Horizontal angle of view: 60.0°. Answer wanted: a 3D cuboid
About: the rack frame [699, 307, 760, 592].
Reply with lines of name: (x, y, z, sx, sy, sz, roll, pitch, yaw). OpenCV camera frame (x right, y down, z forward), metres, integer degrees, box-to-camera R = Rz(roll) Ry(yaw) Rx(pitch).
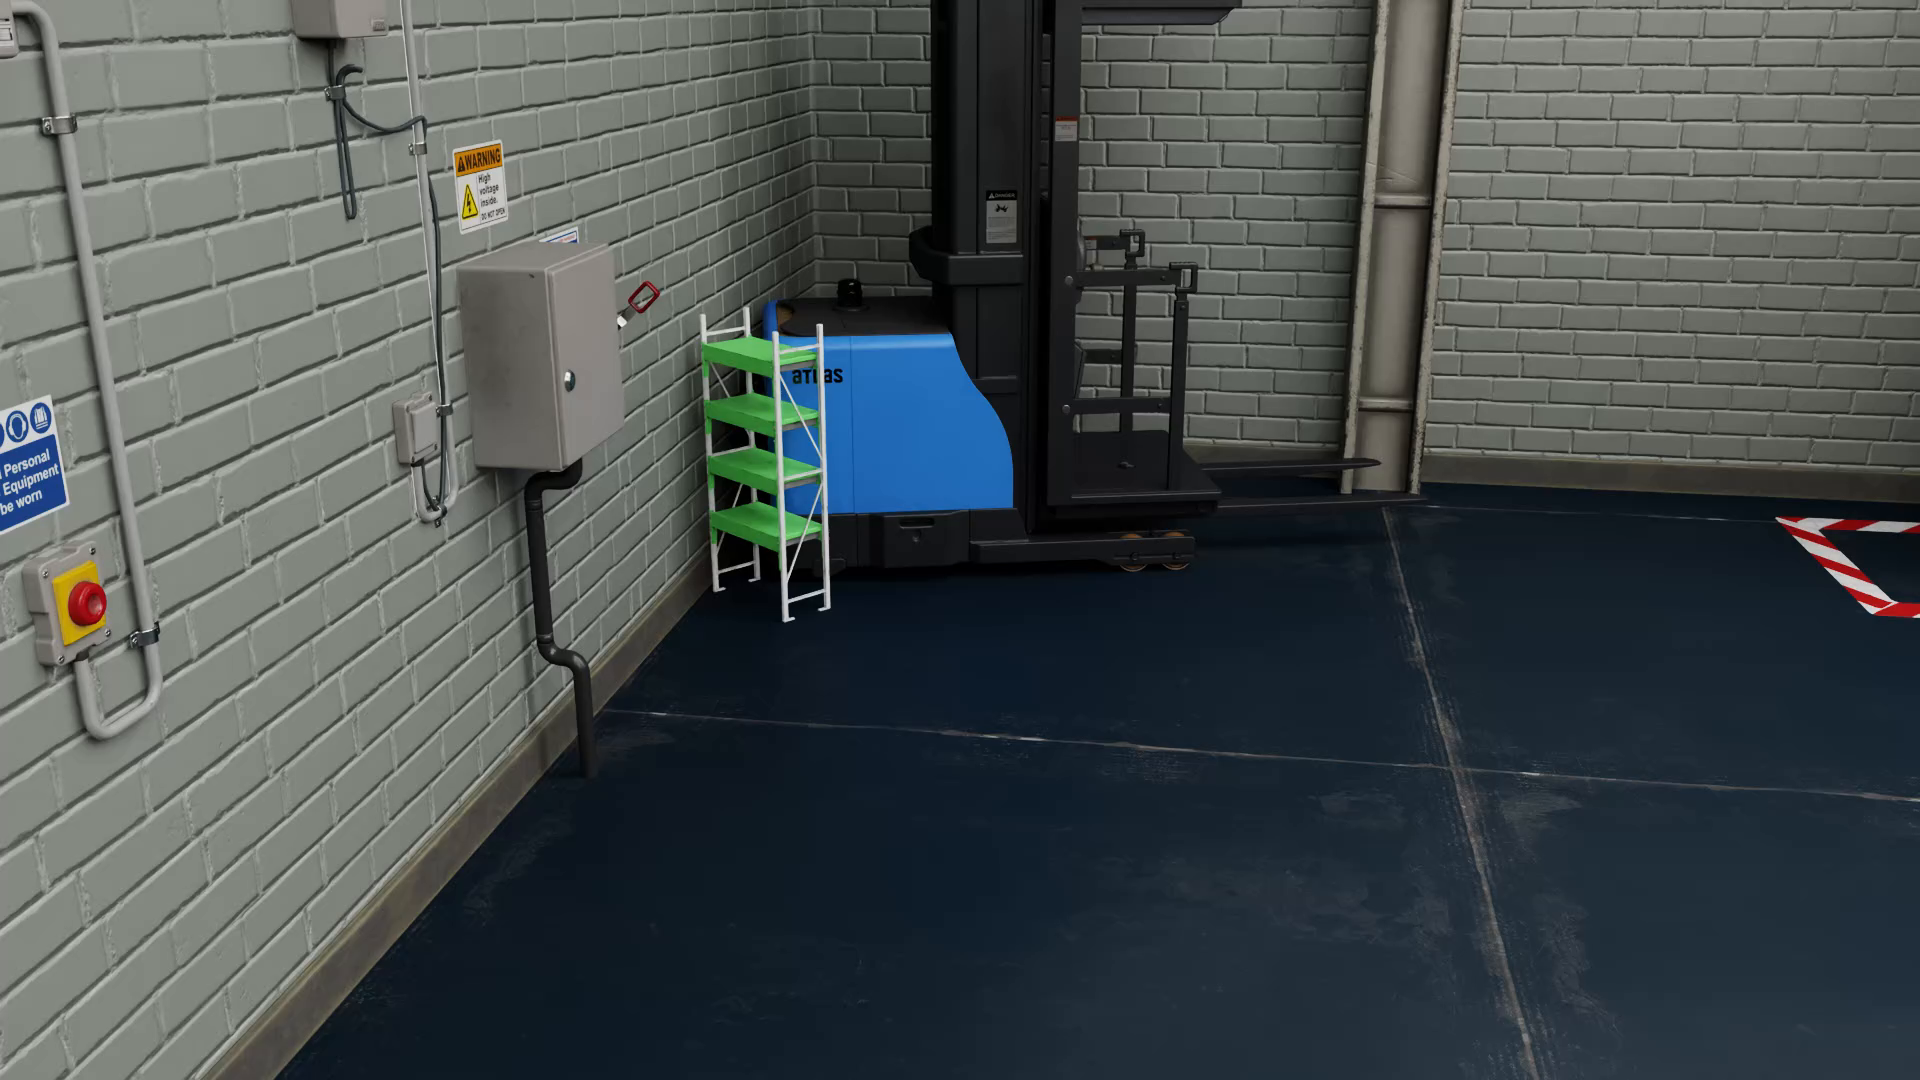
rack frame: (-0.968, -0.372, 7.024, 0.240, 1.200, 0.015, -17, 25, -40)

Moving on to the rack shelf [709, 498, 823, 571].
rack shelf: (-0.801, -0.027, 6.952, 0.258, 0.148, 0.480, -17, 25, -40)

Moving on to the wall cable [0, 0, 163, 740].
wall cable: (-1.669, -0.501, 2.922, 0.123, 1.953, 0.585, 3, 19, 9)

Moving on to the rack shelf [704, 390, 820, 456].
rack shelf: (-0.801, -0.483, 6.799, 0.258, 0.148, 0.480, -17, 25, -40)

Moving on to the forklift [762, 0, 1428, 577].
forklift: (0.619, -1.414, 7.409, 3.031, 2.935, 1.130, -2, 19, -7)

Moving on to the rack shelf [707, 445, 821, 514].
rack shelf: (-0.801, -0.255, 6.876, 0.258, 0.148, 0.480, -17, 25, -40)

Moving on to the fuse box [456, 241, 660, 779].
fuse box: (-1.192, -0.044, 5.237, 0.414, 1.711, 0.539, 3, 19, 9)

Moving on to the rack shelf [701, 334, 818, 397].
rack shelf: (-0.801, -0.710, 6.723, 0.258, 0.148, 0.480, -17, 25, -40)

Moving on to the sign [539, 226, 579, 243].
sign: (-1.318, -0.775, 5.542, 0.001, 0.494, 0.329, 3, 19, 9)

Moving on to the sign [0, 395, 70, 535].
sign: (-1.737, -0.120, 3.009, 0.001, 0.218, 0.327, 3, 19, 9)

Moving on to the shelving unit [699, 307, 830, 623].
shelving unit: (-0.801, -0.316, 6.855, 0.258, 1.200, 0.503, -17, 25, -40)

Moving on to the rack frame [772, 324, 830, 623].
rack frame: (-0.635, -0.259, 6.686, 0.240, 1.200, 0.015, -17, 25, -40)

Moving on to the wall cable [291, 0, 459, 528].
wall cable: (-1.455, -0.931, 4.257, 0.122, 1.984, 0.588, 3, 19, 9)

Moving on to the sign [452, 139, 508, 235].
sign: (-1.405, -1.040, 4.881, 0.001, 0.242, 0.339, 3, 19, 9)

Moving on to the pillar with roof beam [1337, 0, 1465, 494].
pillar with roof beam: (1.484, -3.197, 3.177, 0.400, 9.000, 9.100, 3, 19, 9)
